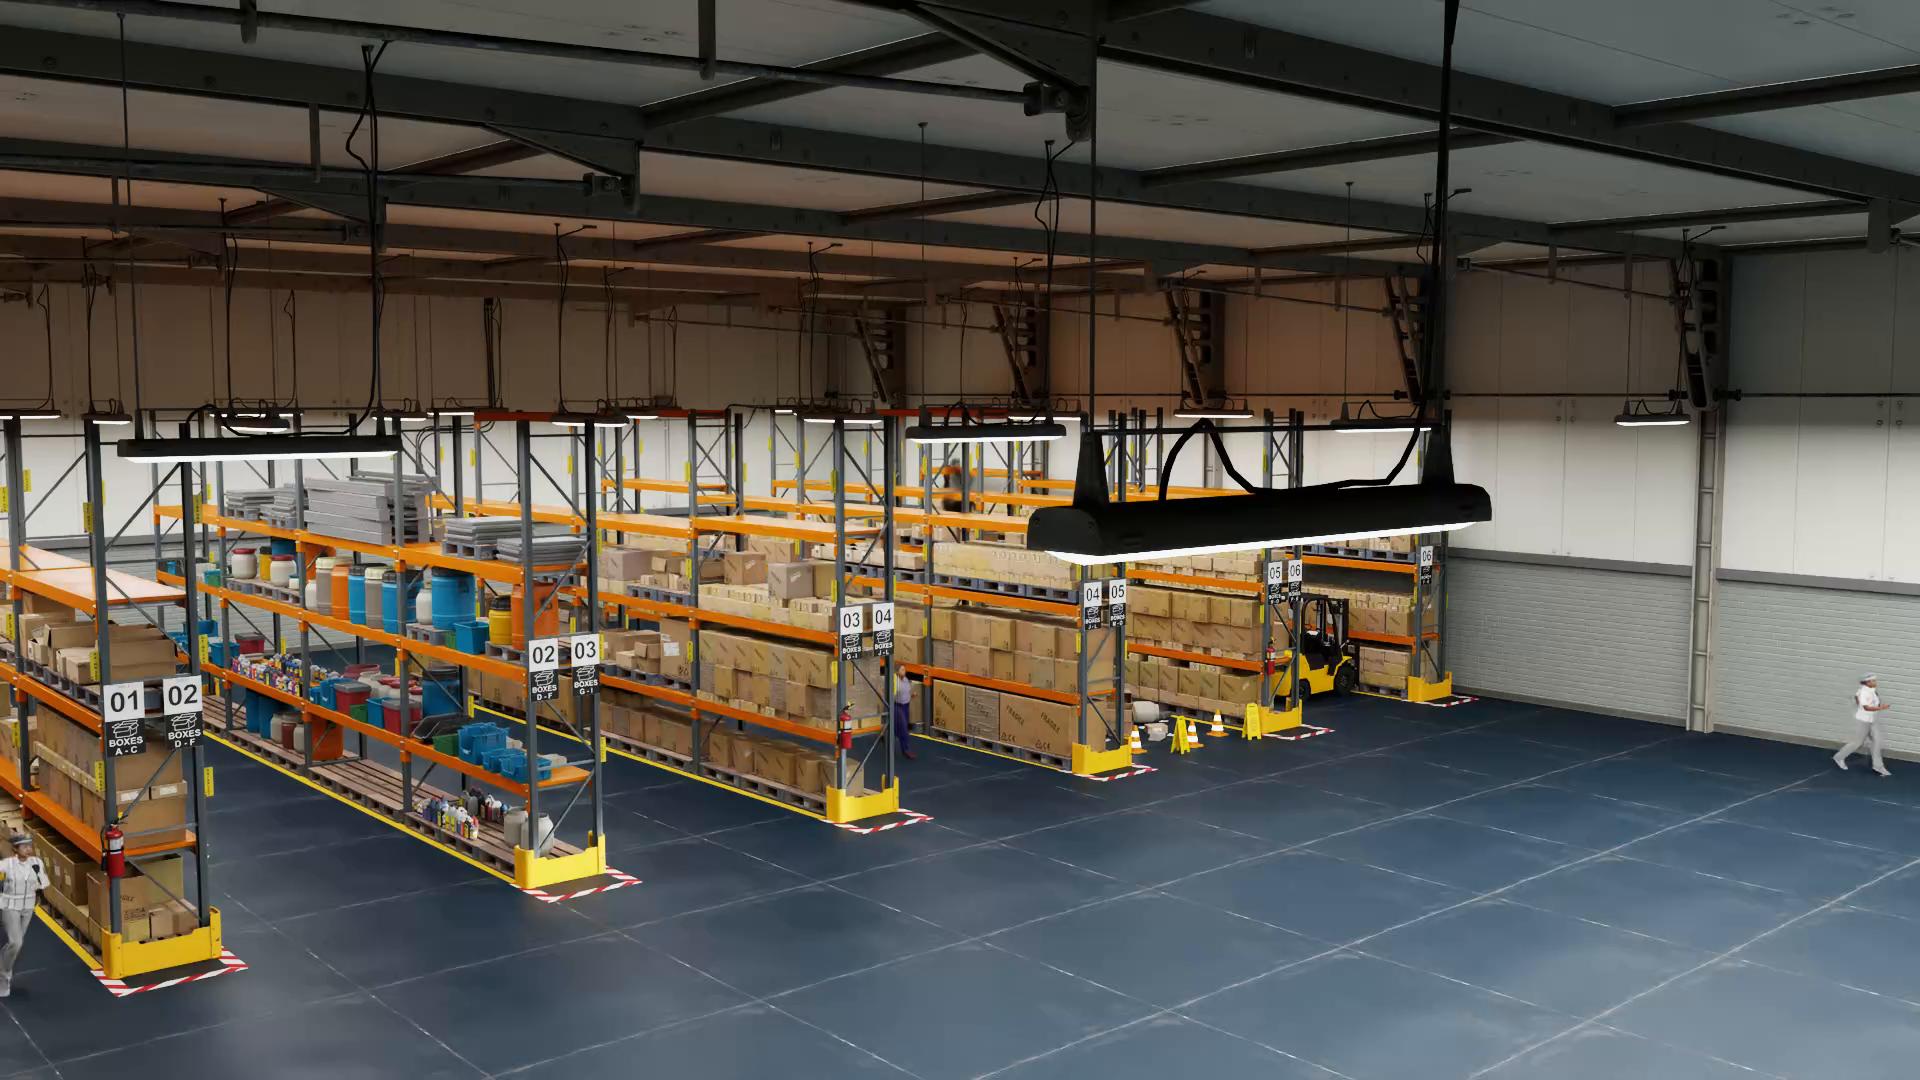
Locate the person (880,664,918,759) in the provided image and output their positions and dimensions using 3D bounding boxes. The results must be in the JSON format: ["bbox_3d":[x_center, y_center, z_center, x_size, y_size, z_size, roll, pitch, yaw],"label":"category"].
[{"bbox_3d":[-1.083,2.960,29.019,0.837,1.626,0.594,4,6,37],"label":"person"}]

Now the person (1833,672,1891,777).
[{"bbox_3d":[15.051,3.037,27.698,0.870,1.724,0.561,4,7,41],"label":"person"}]

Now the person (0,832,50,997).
[{"bbox_3d":[-10.093,3.962,17.784,0.637,1.692,0.655,3,6,30],"label":"person"}]
